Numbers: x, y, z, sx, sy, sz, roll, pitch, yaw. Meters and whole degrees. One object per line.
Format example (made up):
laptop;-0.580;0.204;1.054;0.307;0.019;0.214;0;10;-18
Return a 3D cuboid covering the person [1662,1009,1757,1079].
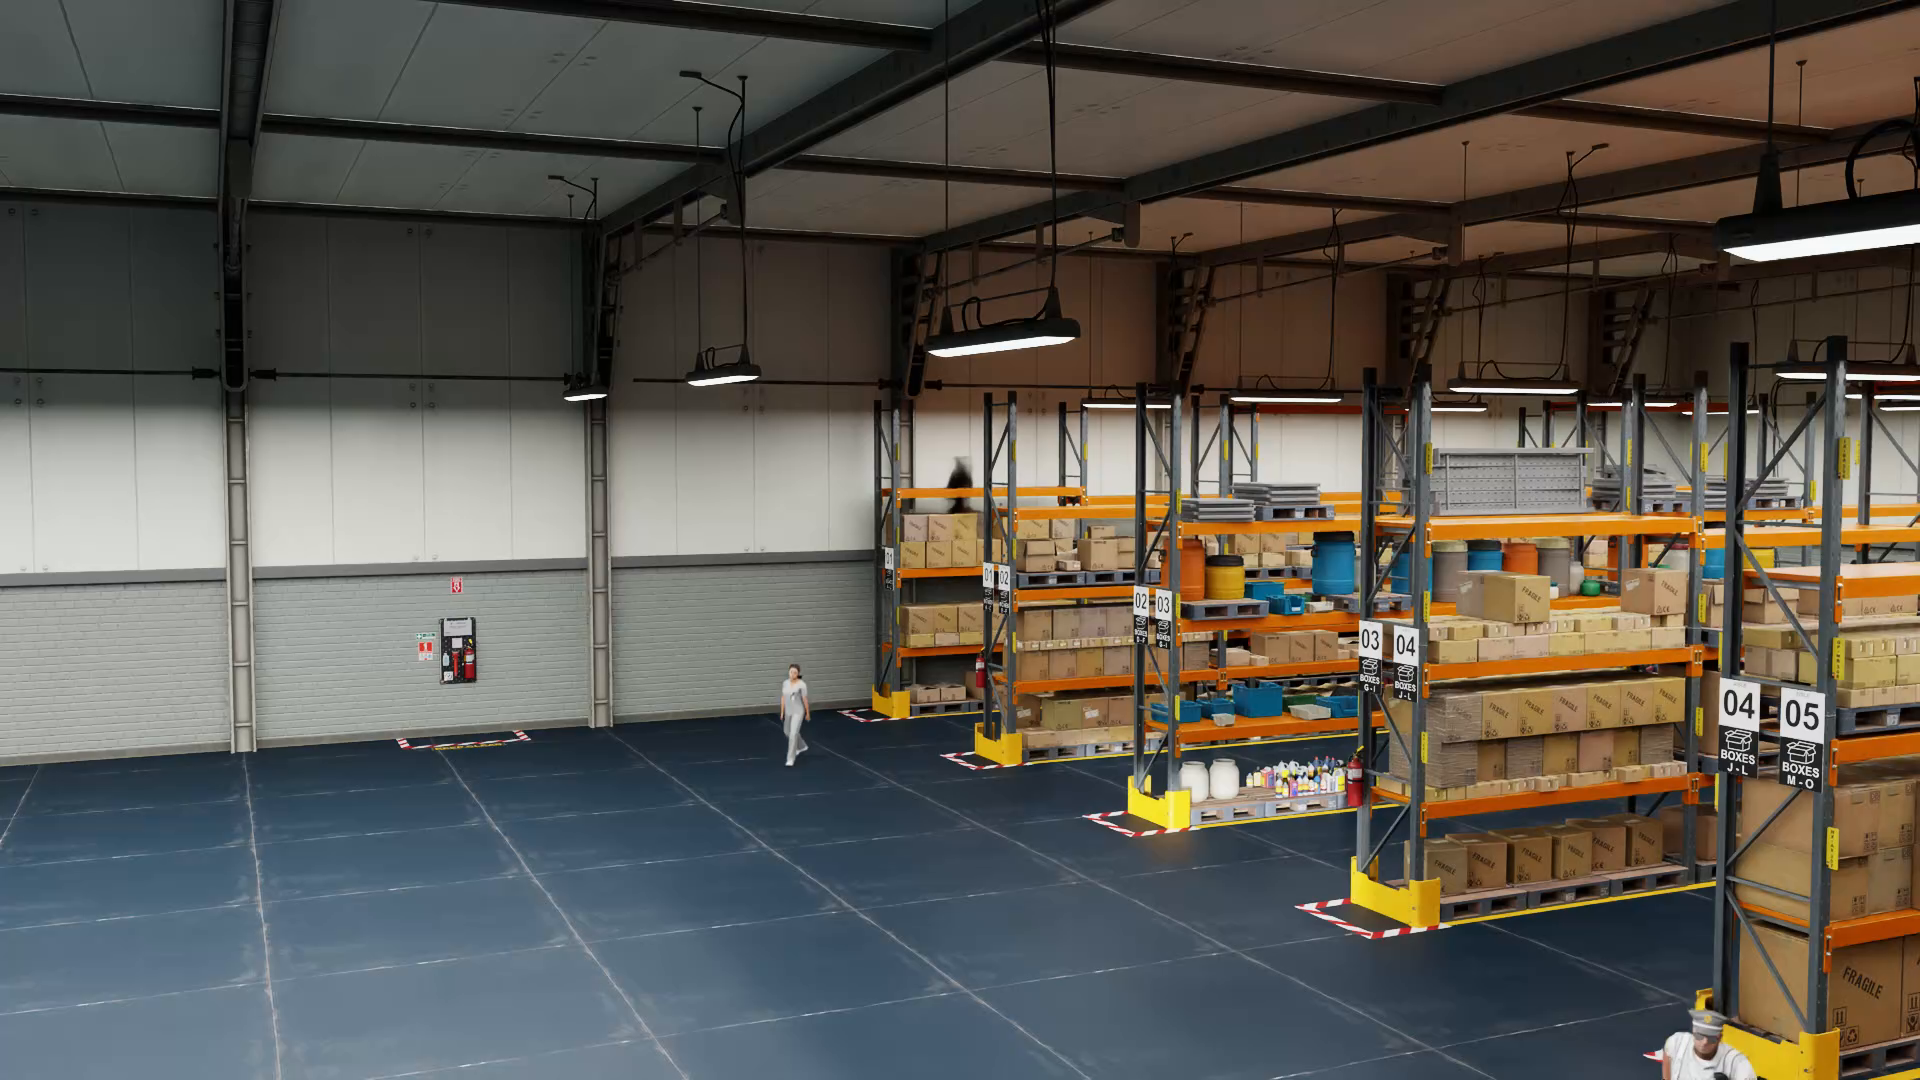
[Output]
person;4.720;3.719;10.544;0.672;1.622;0.963;2;4;34

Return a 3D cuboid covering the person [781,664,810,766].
person;-2.667;2.781;26.833;0.584;1.620;0.832;2;4;32
